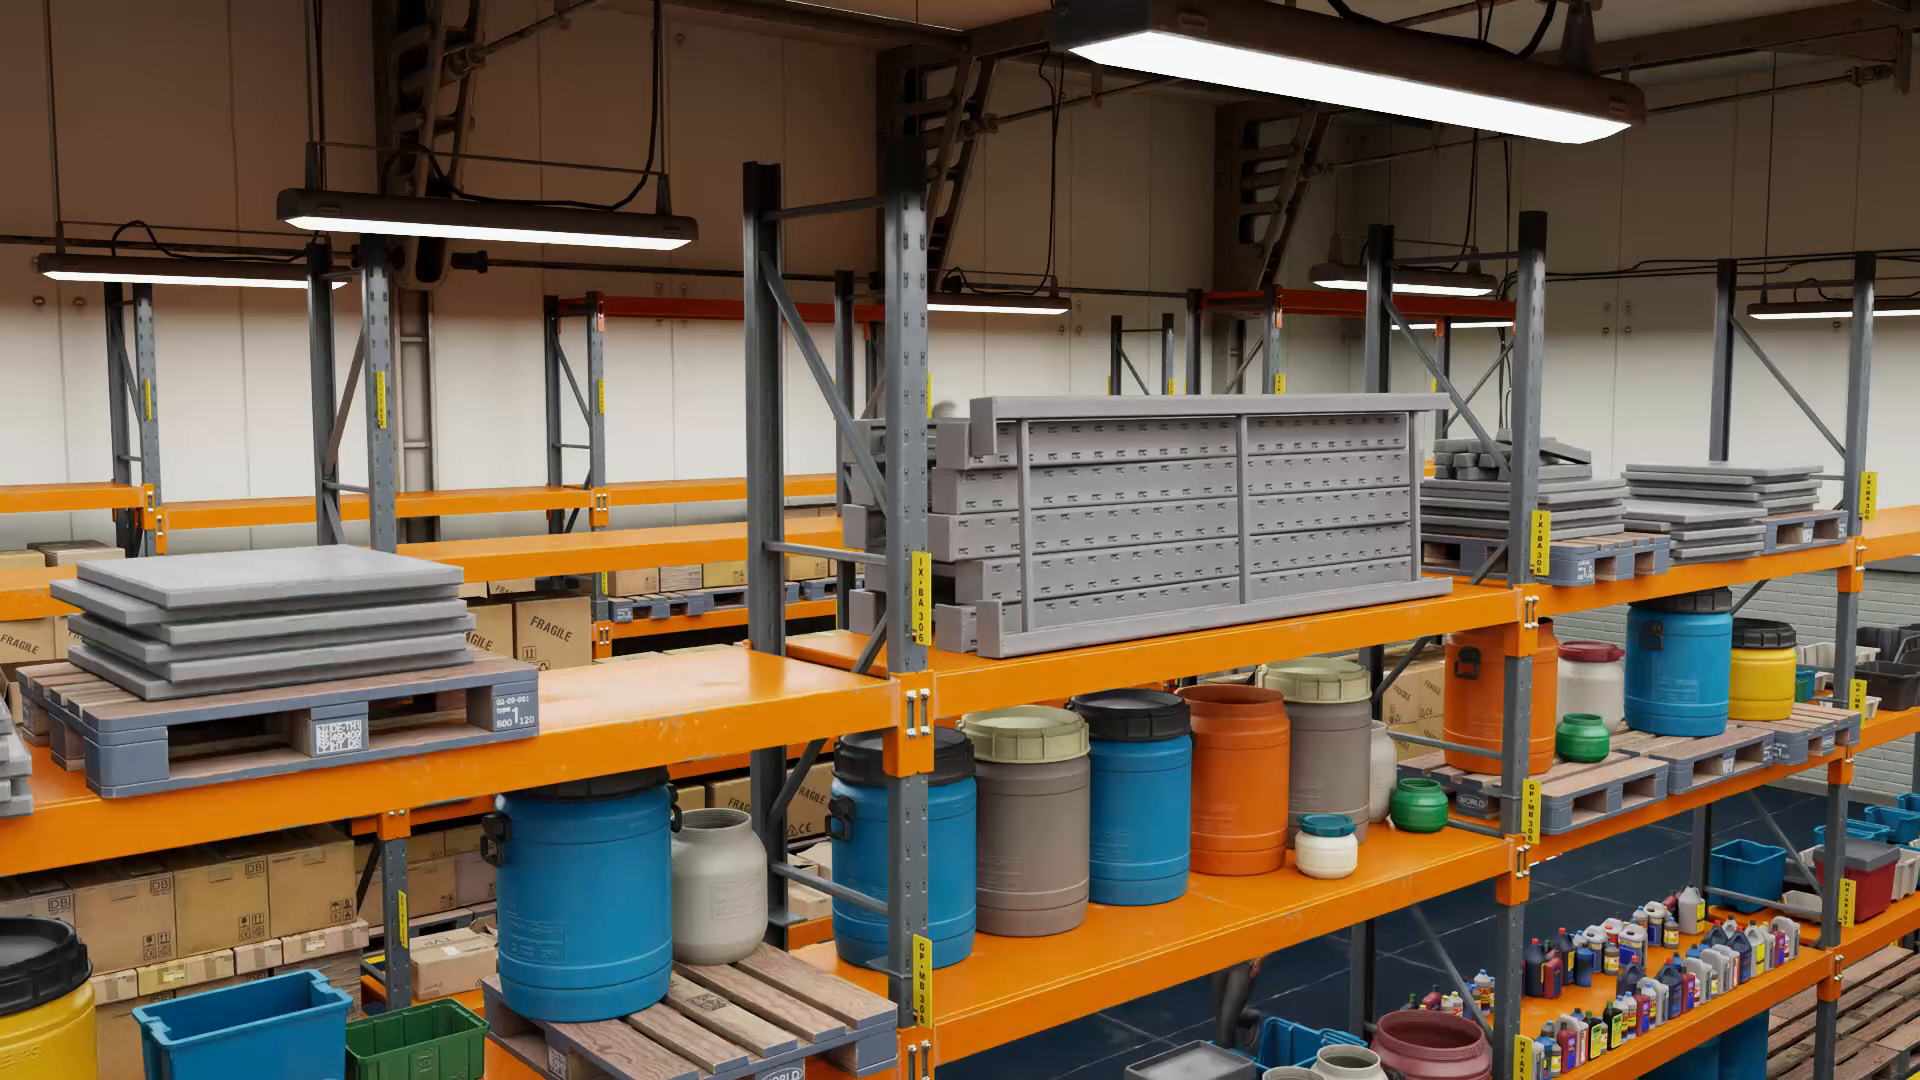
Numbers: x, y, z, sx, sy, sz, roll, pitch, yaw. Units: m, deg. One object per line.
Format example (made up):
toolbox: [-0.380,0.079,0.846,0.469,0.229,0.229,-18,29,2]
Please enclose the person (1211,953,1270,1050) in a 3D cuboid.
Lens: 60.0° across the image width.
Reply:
person: [2.060,3.186,12.303,0.588,1.653,0.827,5,8,44]
